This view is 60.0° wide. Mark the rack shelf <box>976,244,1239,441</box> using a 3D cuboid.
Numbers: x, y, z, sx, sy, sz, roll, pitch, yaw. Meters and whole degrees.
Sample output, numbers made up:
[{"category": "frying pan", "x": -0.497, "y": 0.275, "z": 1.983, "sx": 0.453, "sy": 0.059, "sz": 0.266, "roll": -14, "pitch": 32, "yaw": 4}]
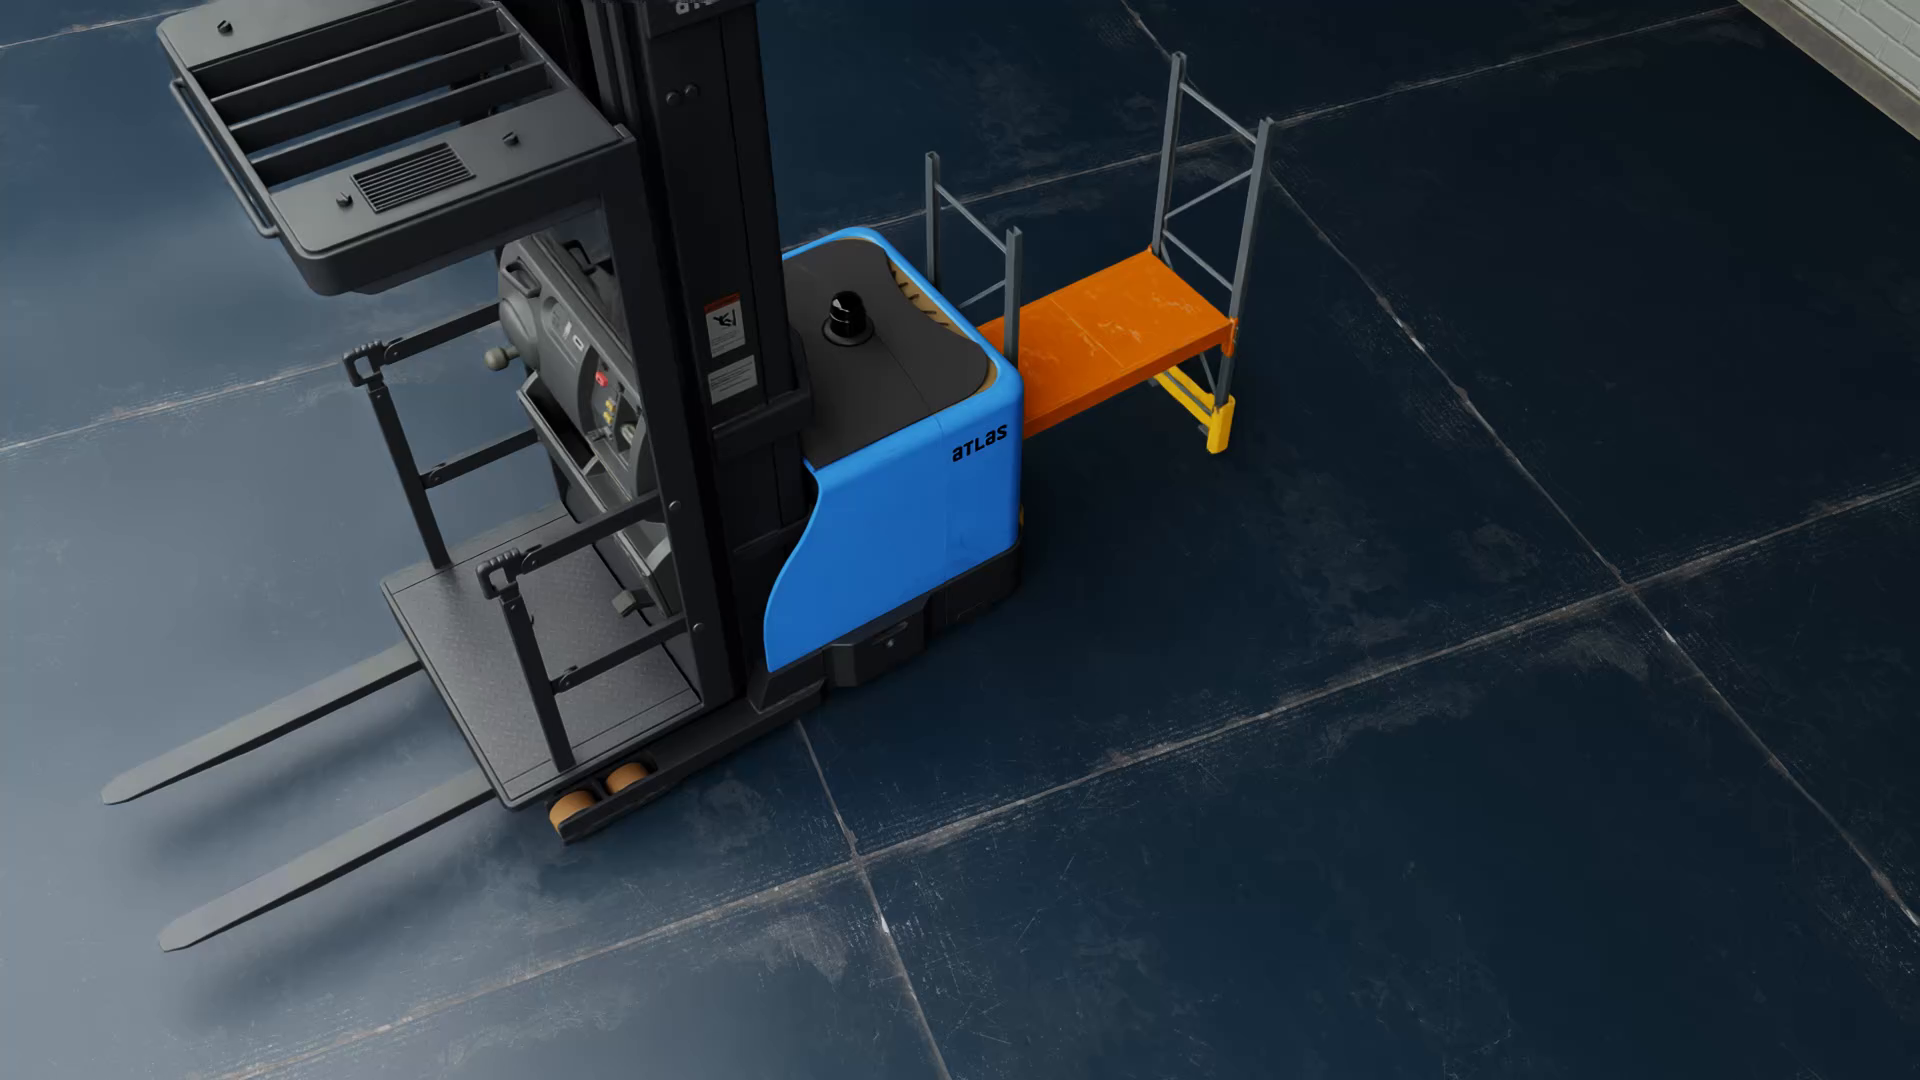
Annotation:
[{"category": "rack shelf", "x": 0.461, "y": -0.698, "z": 6.098, "sx": 1.000, "sy": 0.185, "sz": 0.538, "roll": -27, "pitch": 55, "yaw": -21}]

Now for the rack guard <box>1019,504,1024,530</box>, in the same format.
[{"category": "rack guard", "x": 0.041, "y": -0.193, "z": 6.251, "sx": 0.087, "sy": 0.250, "sz": 0.587, "roll": -27, "pitch": 55, "yaw": -21}]

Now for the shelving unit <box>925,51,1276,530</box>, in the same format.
[{"category": "shelving unit", "x": 0.454, "y": -0.812, "z": 5.958, "sx": 1.083, "sy": 1.500, "sz": 0.587, "roll": -27, "pitch": 55, "yaw": -21}]

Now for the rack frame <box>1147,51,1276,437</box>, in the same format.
[{"category": "rack frame", "x": 0.883, "y": -1.031, "z": 6.147, "sx": 0.032, "sy": 1.500, "sz": 0.500, "roll": -27, "pitch": 55, "yaw": -21}]

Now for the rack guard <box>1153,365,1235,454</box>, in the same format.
[{"category": "rack guard", "x": 0.867, "y": -0.616, "z": 6.614, "sx": 0.087, "sy": 0.250, "sz": 0.587, "roll": -27, "pitch": 55, "yaw": -21}]

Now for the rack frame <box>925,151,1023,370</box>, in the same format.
[{"category": "rack frame", "x": 0.040, "y": -0.600, "z": 5.777, "sx": 0.032, "sy": 1.500, "sz": 0.500, "roll": -27, "pitch": 55, "yaw": -21}]

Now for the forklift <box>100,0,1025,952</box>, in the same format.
[{"category": "forklift", "x": -1.286, "y": -0.444, "z": 4.699, "sx": 3.031, "sy": 2.935, "sz": 1.130, "roll": -27, "pitch": 55, "yaw": -21}]
